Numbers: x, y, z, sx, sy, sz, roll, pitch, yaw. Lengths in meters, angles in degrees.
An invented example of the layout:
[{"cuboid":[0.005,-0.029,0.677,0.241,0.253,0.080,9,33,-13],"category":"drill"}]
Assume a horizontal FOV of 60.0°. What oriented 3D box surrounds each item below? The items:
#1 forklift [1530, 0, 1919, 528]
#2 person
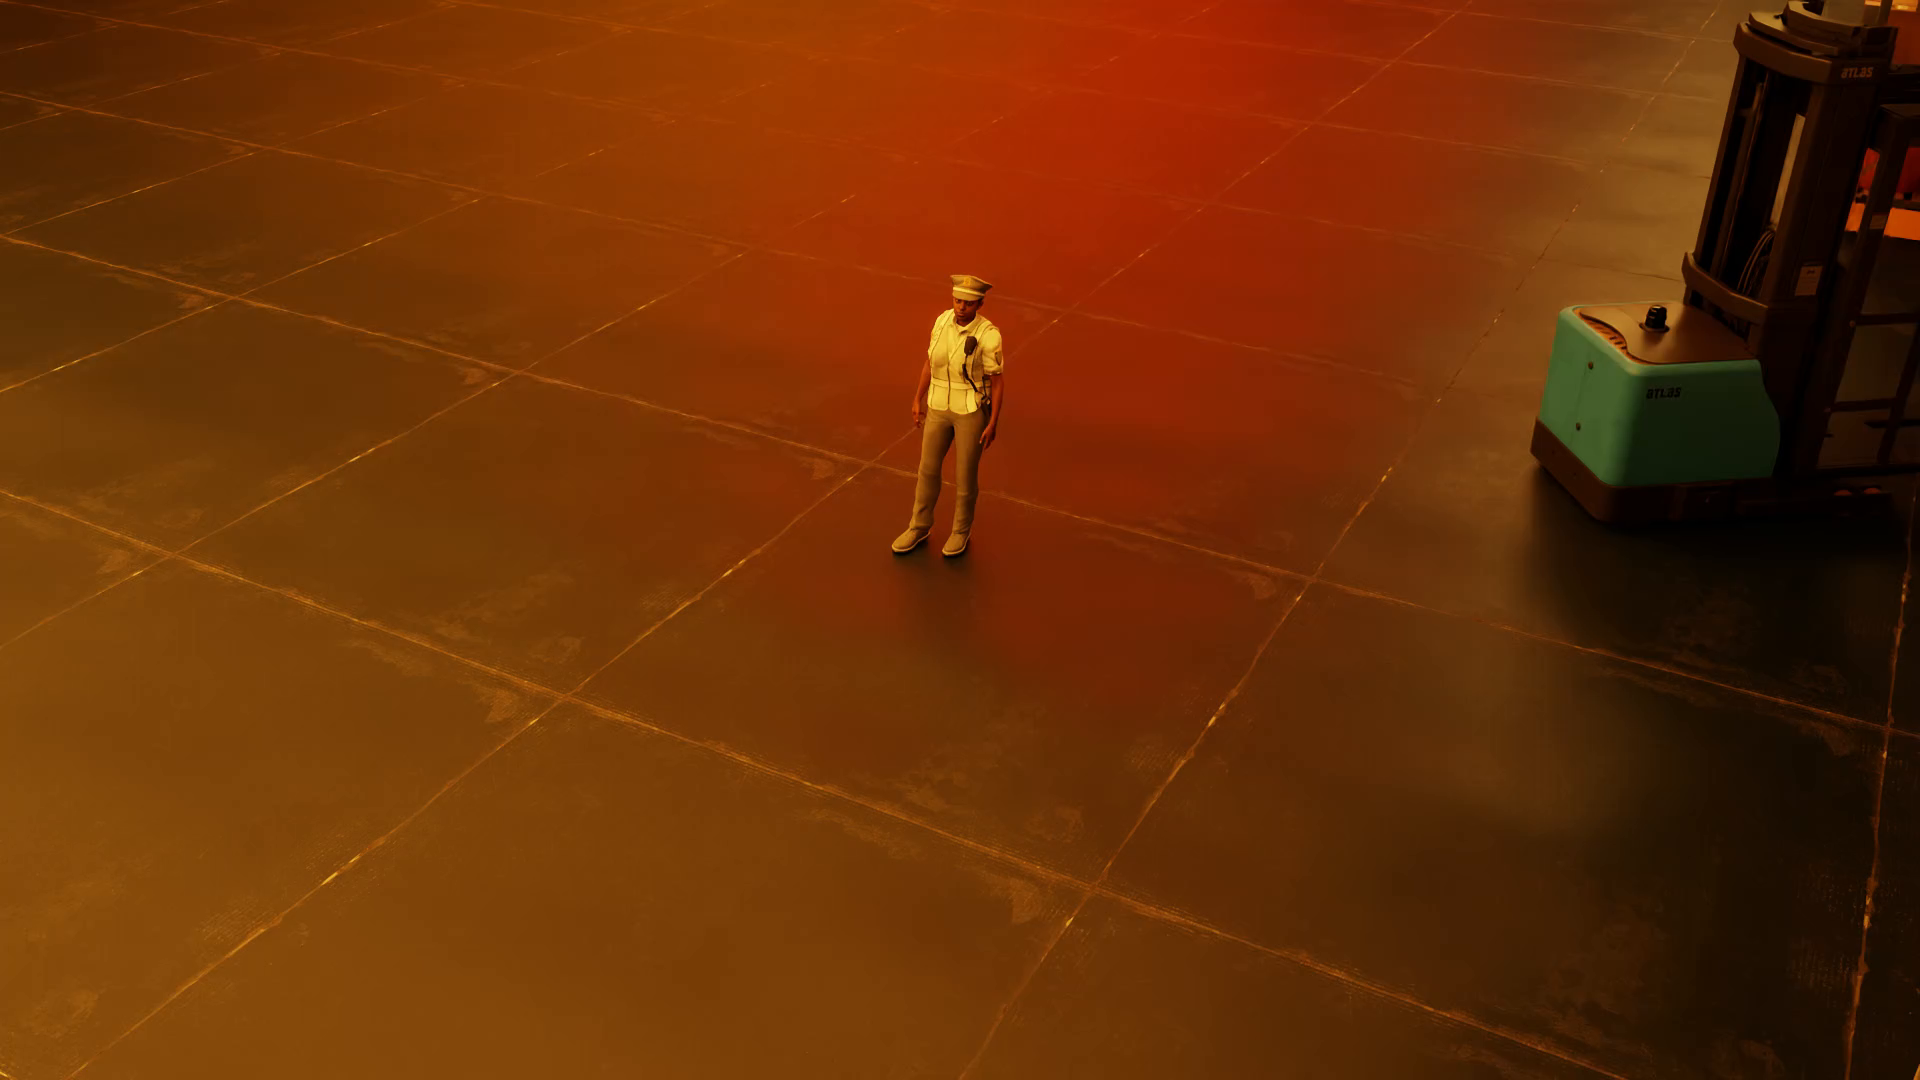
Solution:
[{"cuboid":[5.281,-1.668,9.960,3.031,2.935,1.130,-4,30,-7],"category":"forklift"},{"cuboid":[-0.054,-0.712,9.527,0.569,1.695,0.528,15,33,25],"category":"person"}]
